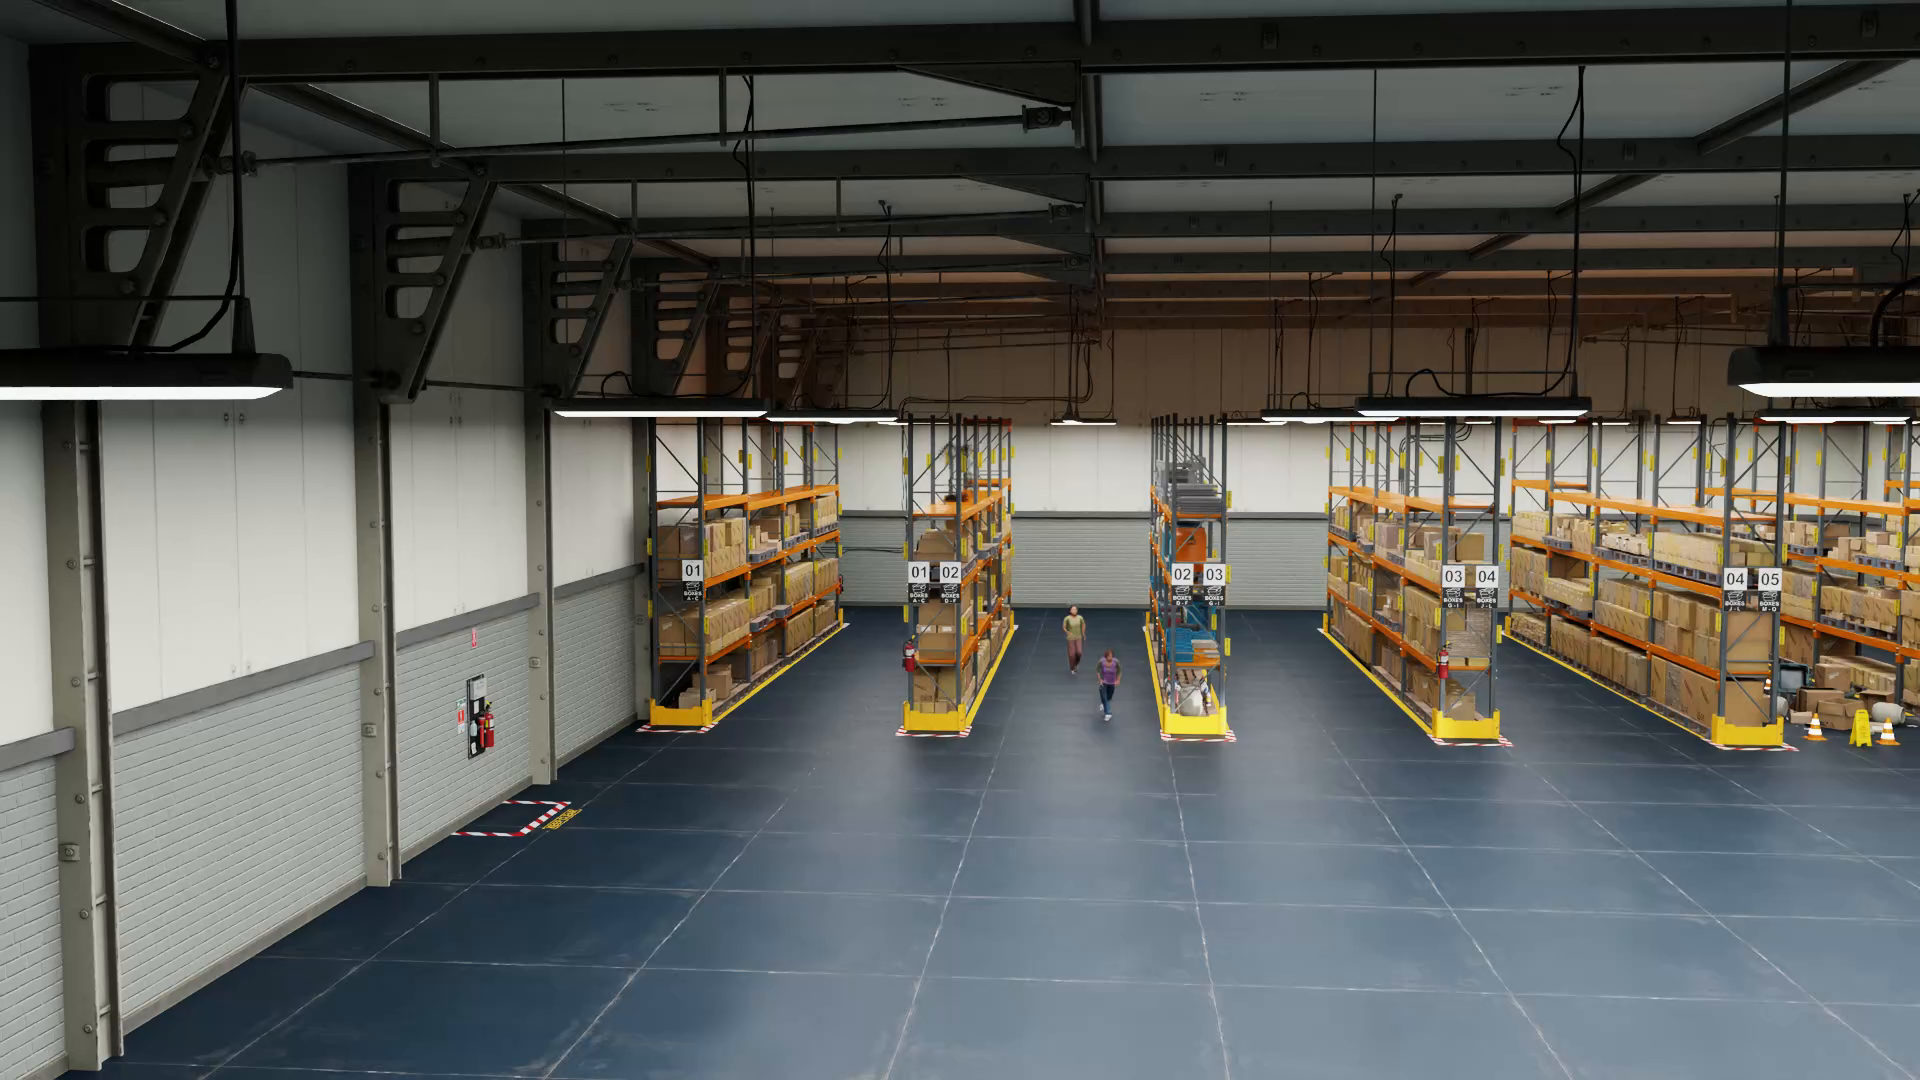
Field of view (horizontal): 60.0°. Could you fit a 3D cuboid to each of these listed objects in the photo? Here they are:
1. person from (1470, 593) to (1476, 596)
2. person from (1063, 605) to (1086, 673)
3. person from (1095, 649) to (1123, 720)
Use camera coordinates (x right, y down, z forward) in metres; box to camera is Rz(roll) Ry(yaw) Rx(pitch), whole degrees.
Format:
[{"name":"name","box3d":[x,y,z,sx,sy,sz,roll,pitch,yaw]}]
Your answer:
[{"name":"person","box3d":[13.813,1.834,45.046,0.686,1.731,0.616,2,4,24]},{"name":"person","box3d":[2.663,2.309,38.627,0.561,1.624,0.616,0,4,-5]},{"name":"person","box3d":[2.914,2.820,32.718,0.552,1.436,0.887,0,4,-2]}]
